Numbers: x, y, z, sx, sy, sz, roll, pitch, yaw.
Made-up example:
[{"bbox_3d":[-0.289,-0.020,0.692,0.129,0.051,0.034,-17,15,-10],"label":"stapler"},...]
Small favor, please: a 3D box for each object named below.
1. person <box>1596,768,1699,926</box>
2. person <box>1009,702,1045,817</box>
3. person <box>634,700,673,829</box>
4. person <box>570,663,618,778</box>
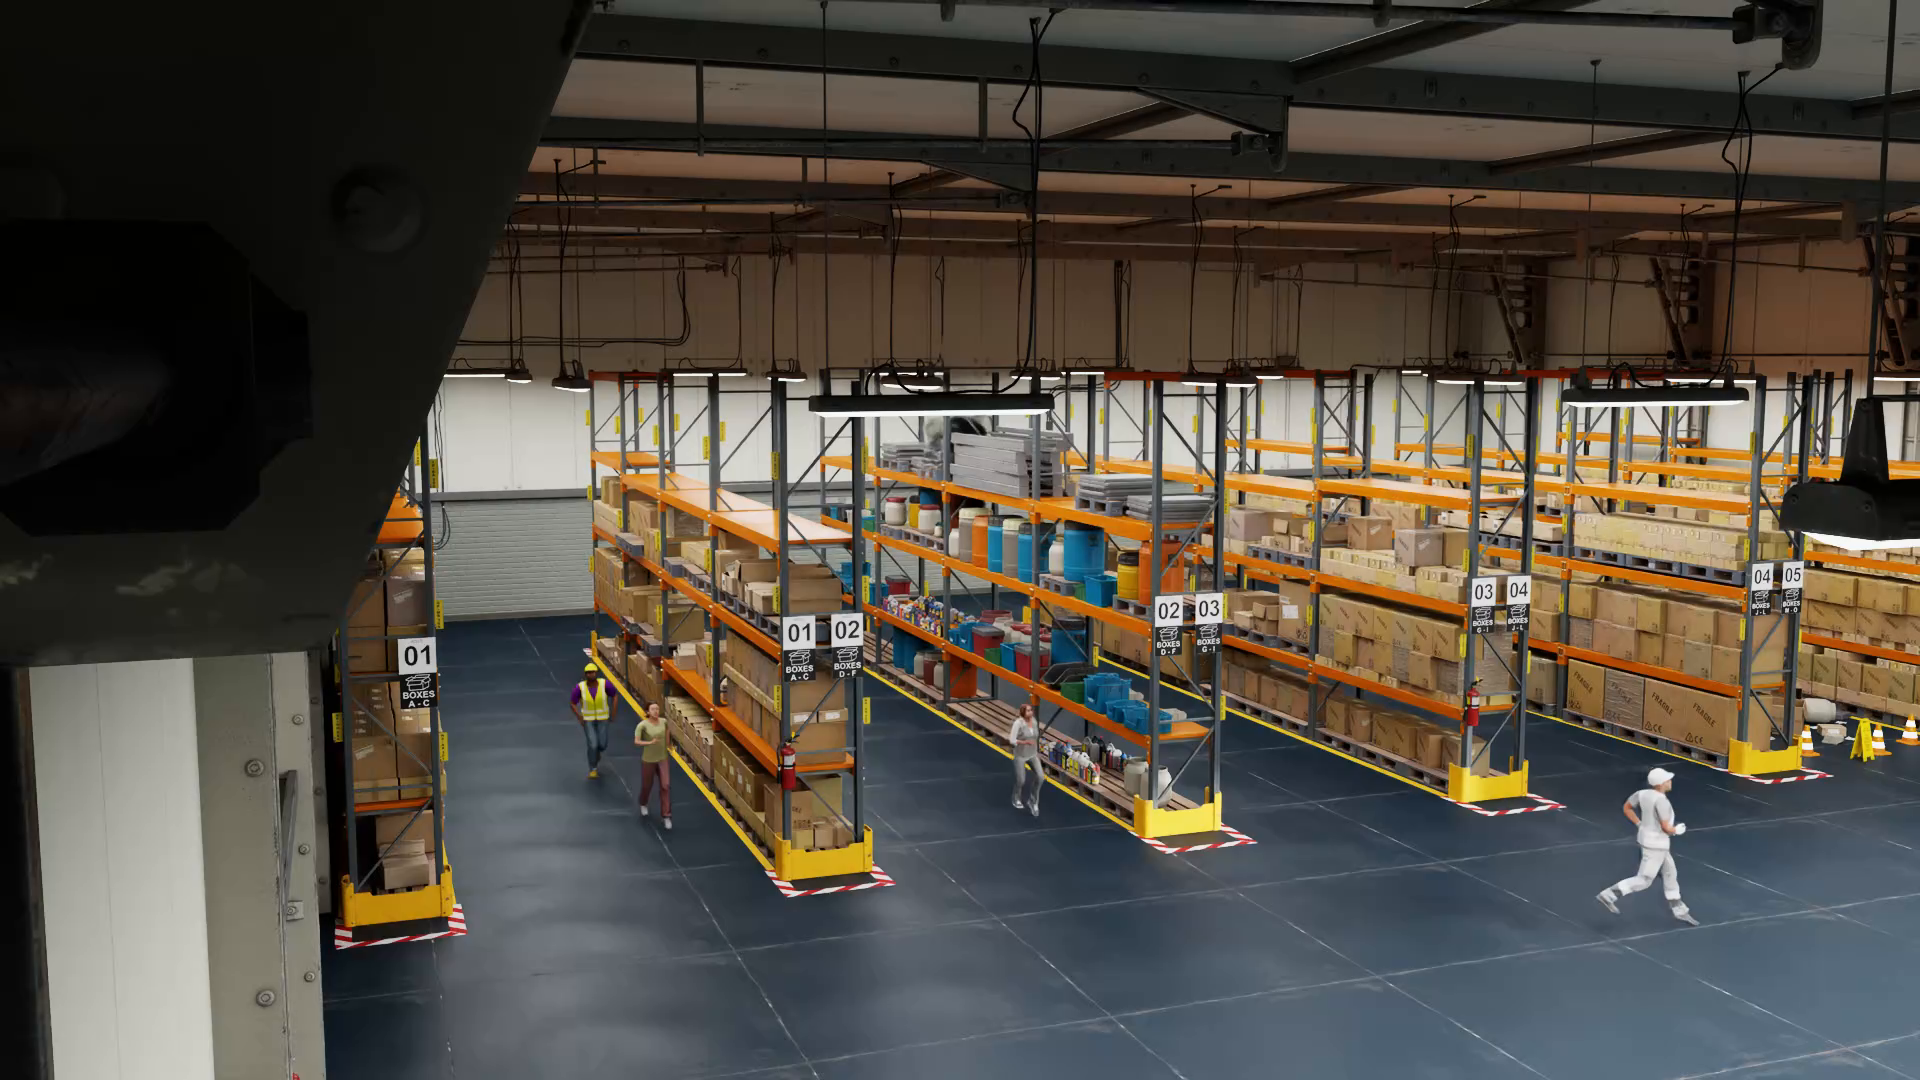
[{"bbox_3d":[7.637,3.405,18.350,1.155,1.796,0.622,1,6,7],"label":"person"},{"bbox_3d":[0.885,3.008,22.836,0.521,1.584,0.717,-3,7,-25],"label":"person"},{"bbox_3d":[-4.118,2.980,22.415,0.569,1.662,0.957,-3,7,-27],"label":"person"},{"bbox_3d":[-5.501,2.692,25.019,0.712,1.736,0.654,-2,7,-18],"label":"person"}]
